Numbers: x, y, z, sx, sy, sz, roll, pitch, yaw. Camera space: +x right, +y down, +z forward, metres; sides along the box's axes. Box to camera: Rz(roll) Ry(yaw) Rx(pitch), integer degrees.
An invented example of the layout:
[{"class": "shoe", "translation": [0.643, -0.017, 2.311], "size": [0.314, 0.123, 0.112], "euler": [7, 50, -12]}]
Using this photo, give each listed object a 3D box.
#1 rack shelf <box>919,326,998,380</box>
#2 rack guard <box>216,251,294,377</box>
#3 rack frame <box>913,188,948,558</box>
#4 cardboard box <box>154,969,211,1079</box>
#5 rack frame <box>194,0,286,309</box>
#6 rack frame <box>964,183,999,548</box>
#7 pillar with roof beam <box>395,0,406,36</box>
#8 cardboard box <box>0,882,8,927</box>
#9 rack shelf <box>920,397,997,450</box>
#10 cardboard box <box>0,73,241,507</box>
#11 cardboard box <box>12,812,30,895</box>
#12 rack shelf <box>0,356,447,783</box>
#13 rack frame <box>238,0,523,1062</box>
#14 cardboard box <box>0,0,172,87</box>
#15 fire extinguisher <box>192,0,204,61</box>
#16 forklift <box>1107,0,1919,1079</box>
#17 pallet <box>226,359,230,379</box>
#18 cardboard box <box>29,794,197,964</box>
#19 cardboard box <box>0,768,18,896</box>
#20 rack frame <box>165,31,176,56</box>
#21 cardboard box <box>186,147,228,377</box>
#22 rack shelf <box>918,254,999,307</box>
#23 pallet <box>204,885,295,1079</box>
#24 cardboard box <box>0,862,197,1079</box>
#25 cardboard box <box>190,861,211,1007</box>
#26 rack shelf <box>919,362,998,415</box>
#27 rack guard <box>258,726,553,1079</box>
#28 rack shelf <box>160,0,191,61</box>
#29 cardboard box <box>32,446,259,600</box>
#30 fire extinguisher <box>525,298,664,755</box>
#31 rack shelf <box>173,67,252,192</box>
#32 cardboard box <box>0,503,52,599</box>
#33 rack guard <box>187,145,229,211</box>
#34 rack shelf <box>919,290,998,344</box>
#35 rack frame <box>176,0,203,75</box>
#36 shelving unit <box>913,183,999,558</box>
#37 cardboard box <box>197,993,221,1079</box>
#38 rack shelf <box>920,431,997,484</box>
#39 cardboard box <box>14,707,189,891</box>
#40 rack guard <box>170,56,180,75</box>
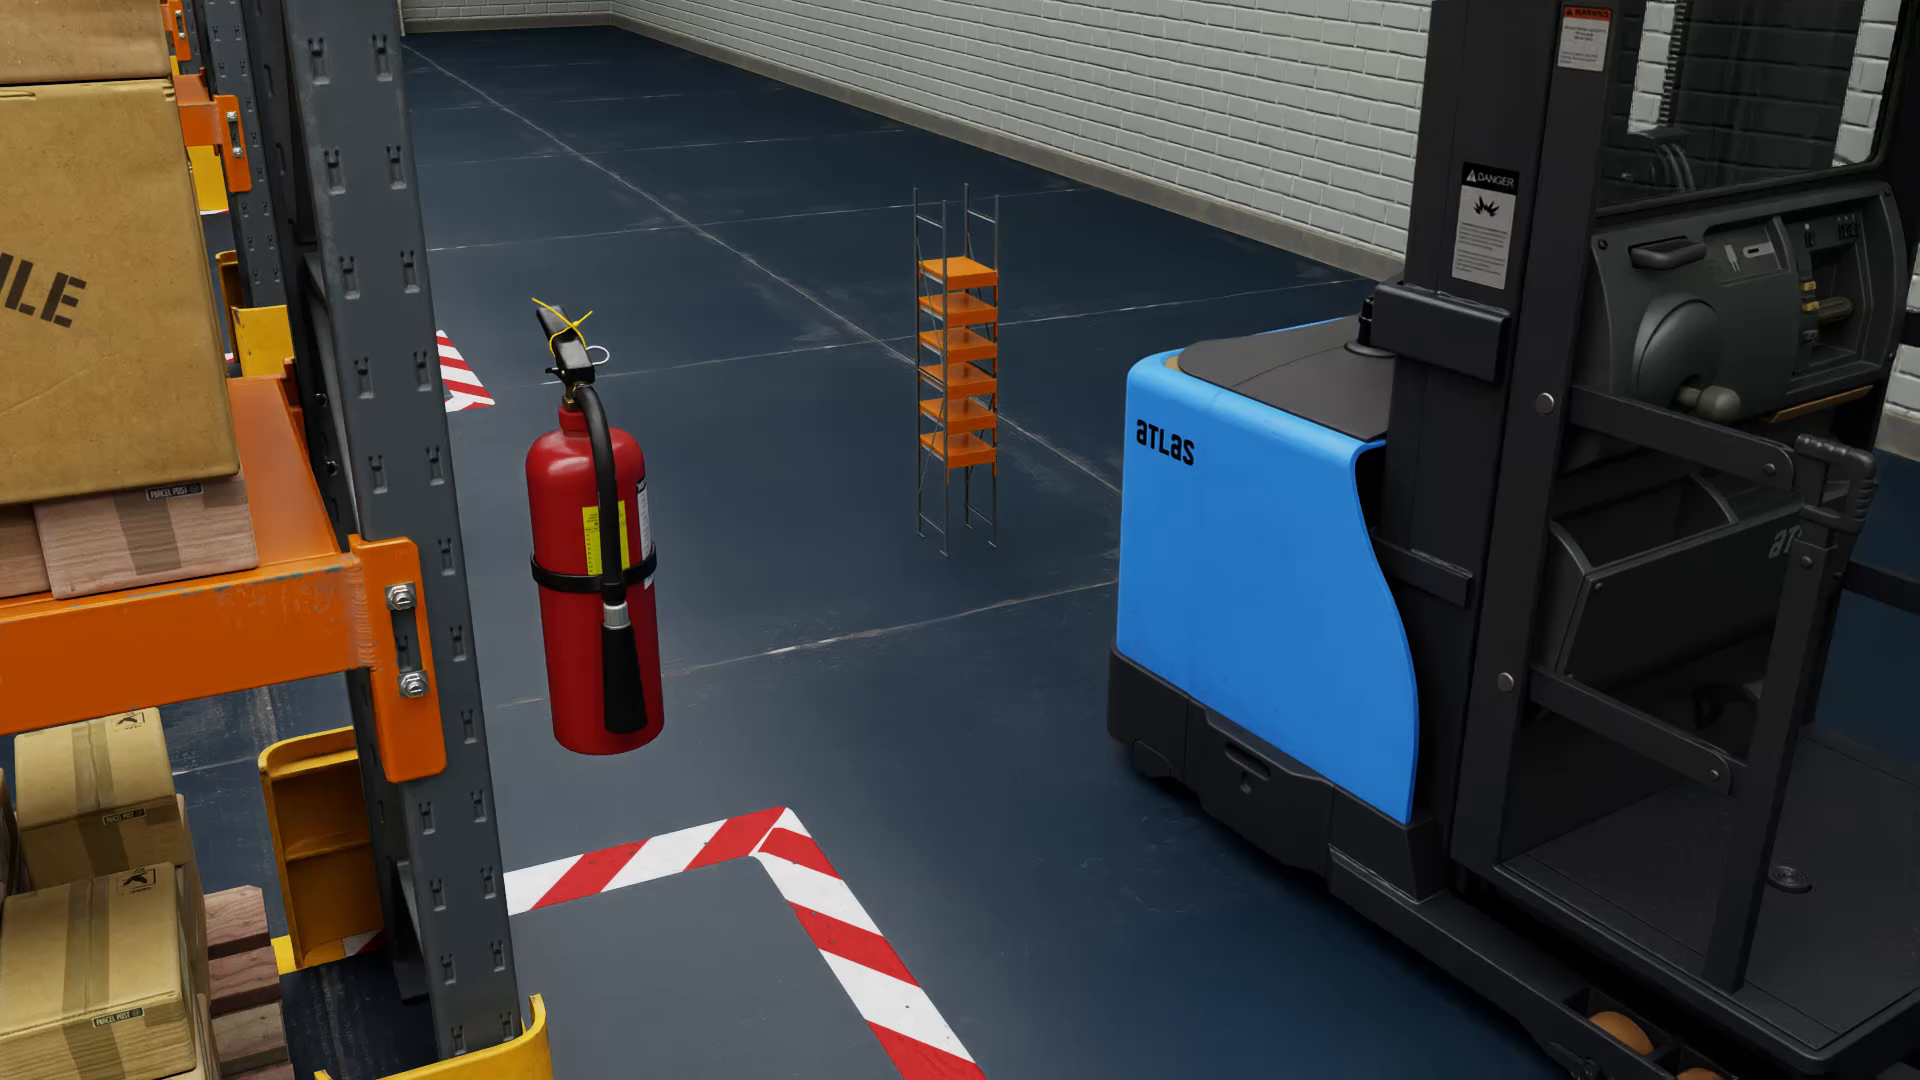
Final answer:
[{"class": "rack shelf", "translation": [-0.013, -0.622, 5.486], "size": [0.180, 0.103, 0.258], "euler": [-10, 25, -24]}, {"class": "rack guard", "translation": [-3.010, -0.916, 7.308], "size": [0.348, 0.500, 1.175], "euler": [-10, 25, -24]}, {"class": "rack frame", "translation": [-0.095, -0.537, 5.478], "size": [0.006, 1.200, 0.240], "euler": [-10, 25, -24]}, {"class": "cardboard box", "translation": [-1.323, 0.831, 2.610], "size": [0.250, 0.149, 0.380], "euler": [-11, 25, -25]}, {"class": "rack frame", "translation": [-3.031, -2.067, 6.821], "size": [0.127, 3.000, 1.000], "euler": [-10, 25, -24]}, {"class": "rack frame", "translation": [0.069, -0.567, 5.551], "size": [0.006, 1.200, 0.240], "euler": [-10, 25, -24]}, {"class": "pillar with roof beam", "translation": [-5.551, -9.222, 16.263], "size": [0.400, 9.000, 9.100], "euler": [-10, 25, -24]}, {"class": "cardboard box", "translation": [-1.589, 0.705, 2.526], "size": [0.250, 0.149, 0.380], "euler": [-10, 24, -23]}, {"class": "rack shelf", "translation": [-0.013, -0.400, 5.578], "size": [0.180, 0.103, 0.258], "euler": [-10, 25, -24]}, {"class": "cardboard box", "translation": [-1.264, -0.361, 2.180], "size": [0.500, 0.500, 0.500], "euler": [-10, 24, -23]}, {"class": "cardboard box", "translation": [-1.826, 0.670, 3.000], "size": [0.250, 0.149, 0.380], "euler": [-11, 25, -24]}, {"class": "rack shelf", "translation": [-2.773, 0.324, 1.987], "size": [4.000, 0.370, 1.077], "euler": [-10, 25, -24]}, {"class": "rack frame", "translation": [-0.971, -0.340, 2.651], "size": [0.127, 3.000, 1.000], "euler": [-10, 25, -24]}, {"class": "cardboard box", "translation": [-1.276, -0.824, 1.993], "size": [0.500, 0.500, 0.500], "euler": [-11, 25, -25]}, {"class": "fire extinguisher", "translation": [-4.846, -3.434, 10.712], "size": [0.183, 0.674, 0.296], "euler": [-10, 25, -24]}, {"class": "forklift", "translation": [1.609, -0.429, 2.954], "size": [1.130, 2.935, 3.031], "euler": [-14, 26, -30]}, {"class": "pallet", "translation": [-3.718, -0.619, 6.968], "size": [1.213, 0.211, 1.003], "euler": [-10, 25, -24]}, {"class": "cardboard box", "translation": [-1.555, 0.644, 3.062], "size": [0.250, 0.149, 0.380], "euler": [-9, 24, -21]}, {"class": "cardboard box", "translation": [-1.787, 0.565, 2.864], "size": [0.250, 0.149, 0.380], "euler": [-10, 24, -23]}, {"class": "rack frame", "translation": [-7.324, -5.481, 15.070], "size": [0.127, 3.000, 1.000], "euler": [-10, 25, -24]}, {"class": "cardboard box", "translation": [-3.573, -1.145, 6.824], "size": [0.875, 0.875, 0.875], "euler": [-10, 25, -24]}, {"class": "rack shelf", "translation": [-0.013, -0.844, 5.394], "size": [0.180, 0.103, 0.258], "euler": [-10, 25, -24]}, {"class": "pallet", "translation": [-1.787, 1.083, 2.857], "size": [1.213, 0.211, 1.003], "euler": [-10, 25, -24]}, {"class": "cardboard box", "translation": [-1.338, 0.683, 2.579], "size": [0.250, 0.149, 0.380], "euler": [-10, 25, -23]}, {"class": "cardboard box", "translation": [-1.582, 0.759, 3.172], "size": [0.250, 0.149, 0.380], "euler": [-10, 24, -23]}, {"class": "rack shelf", "translation": [-0.013, -0.511, 5.532], "size": [0.180, 0.103, 0.258], "euler": [-10, 25, -24]}, {"class": "rack guard", "translation": [-1.040, 0.827, 3.098], "size": [0.348, 0.500, 1.175], "euler": [-10, 25, -24]}, {"class": "rack shelf", "translation": [-6.981, -3.109, 10.280], "size": [4.000, 0.370, 1.077], "euler": [-10, 25, -24]}, {"class": "cardboard box", "translation": [-1.142, -0.073, 2.333], "size": [0.250, 0.149, 0.380], "euler": [-10, 25, -24]}, {"class": "fire extinguisher", "translation": [-0.544, -0.015, 2.453], "size": [0.183, 0.674, 0.296], "euler": [-10, 25, -24]}, {"class": "rack shelf", "translation": [-4.833, -1.402, 6.157], "size": [4.000, 0.370, 1.077], "euler": [-10, 25, -24]}, {"class": "cardboard box", "translation": [-1.383, -0.045, 2.264], "size": [0.250, 0.149, 0.380], "euler": [-10, 25, -24]}, {"class": "rack guard", "translation": [-5.163, -2.627, 11.443], "size": [0.348, 0.500, 1.175], "euler": [-10, 25, -24]}, {"class": "rack shelf", "translation": [-0.013, -0.733, 5.440], "size": [0.180, 0.103, 0.258], "euler": [-10, 25, -24]}, {"class": "rack frame", "translation": [-5.179, -3.773, 10.944], "size": [0.127, 3.000, 1.000], "euler": [-10, 25, -24]}, {"class": "shelving unit", "translation": [-0.013, -0.552, 5.515], "size": [0.189, 1.200, 0.258], "euler": [-10, 25, -24]}, {"class": "cardboard box", "translation": [-1.355, 0.942, 2.731], "size": [0.250, 0.149, 0.380], "euler": [-10, 25, -23]}, {"class": "rack shelf", "translation": [-0.013, -0.289, 5.624], "size": [0.180, 0.103, 0.258], "euler": [-10, 25, -24]}, {"class": "cardboard box", "translation": [-1.591, 0.478, 3.075], "size": [0.250, 0.149, 0.380], "euler": [-12, 25, -26]}, {"class": "rack guard", "translation": [-7.393, -4.314, 15.517], "size": [0.348, 0.500, 1.175], "euler": [-10, 25, -24]}]
